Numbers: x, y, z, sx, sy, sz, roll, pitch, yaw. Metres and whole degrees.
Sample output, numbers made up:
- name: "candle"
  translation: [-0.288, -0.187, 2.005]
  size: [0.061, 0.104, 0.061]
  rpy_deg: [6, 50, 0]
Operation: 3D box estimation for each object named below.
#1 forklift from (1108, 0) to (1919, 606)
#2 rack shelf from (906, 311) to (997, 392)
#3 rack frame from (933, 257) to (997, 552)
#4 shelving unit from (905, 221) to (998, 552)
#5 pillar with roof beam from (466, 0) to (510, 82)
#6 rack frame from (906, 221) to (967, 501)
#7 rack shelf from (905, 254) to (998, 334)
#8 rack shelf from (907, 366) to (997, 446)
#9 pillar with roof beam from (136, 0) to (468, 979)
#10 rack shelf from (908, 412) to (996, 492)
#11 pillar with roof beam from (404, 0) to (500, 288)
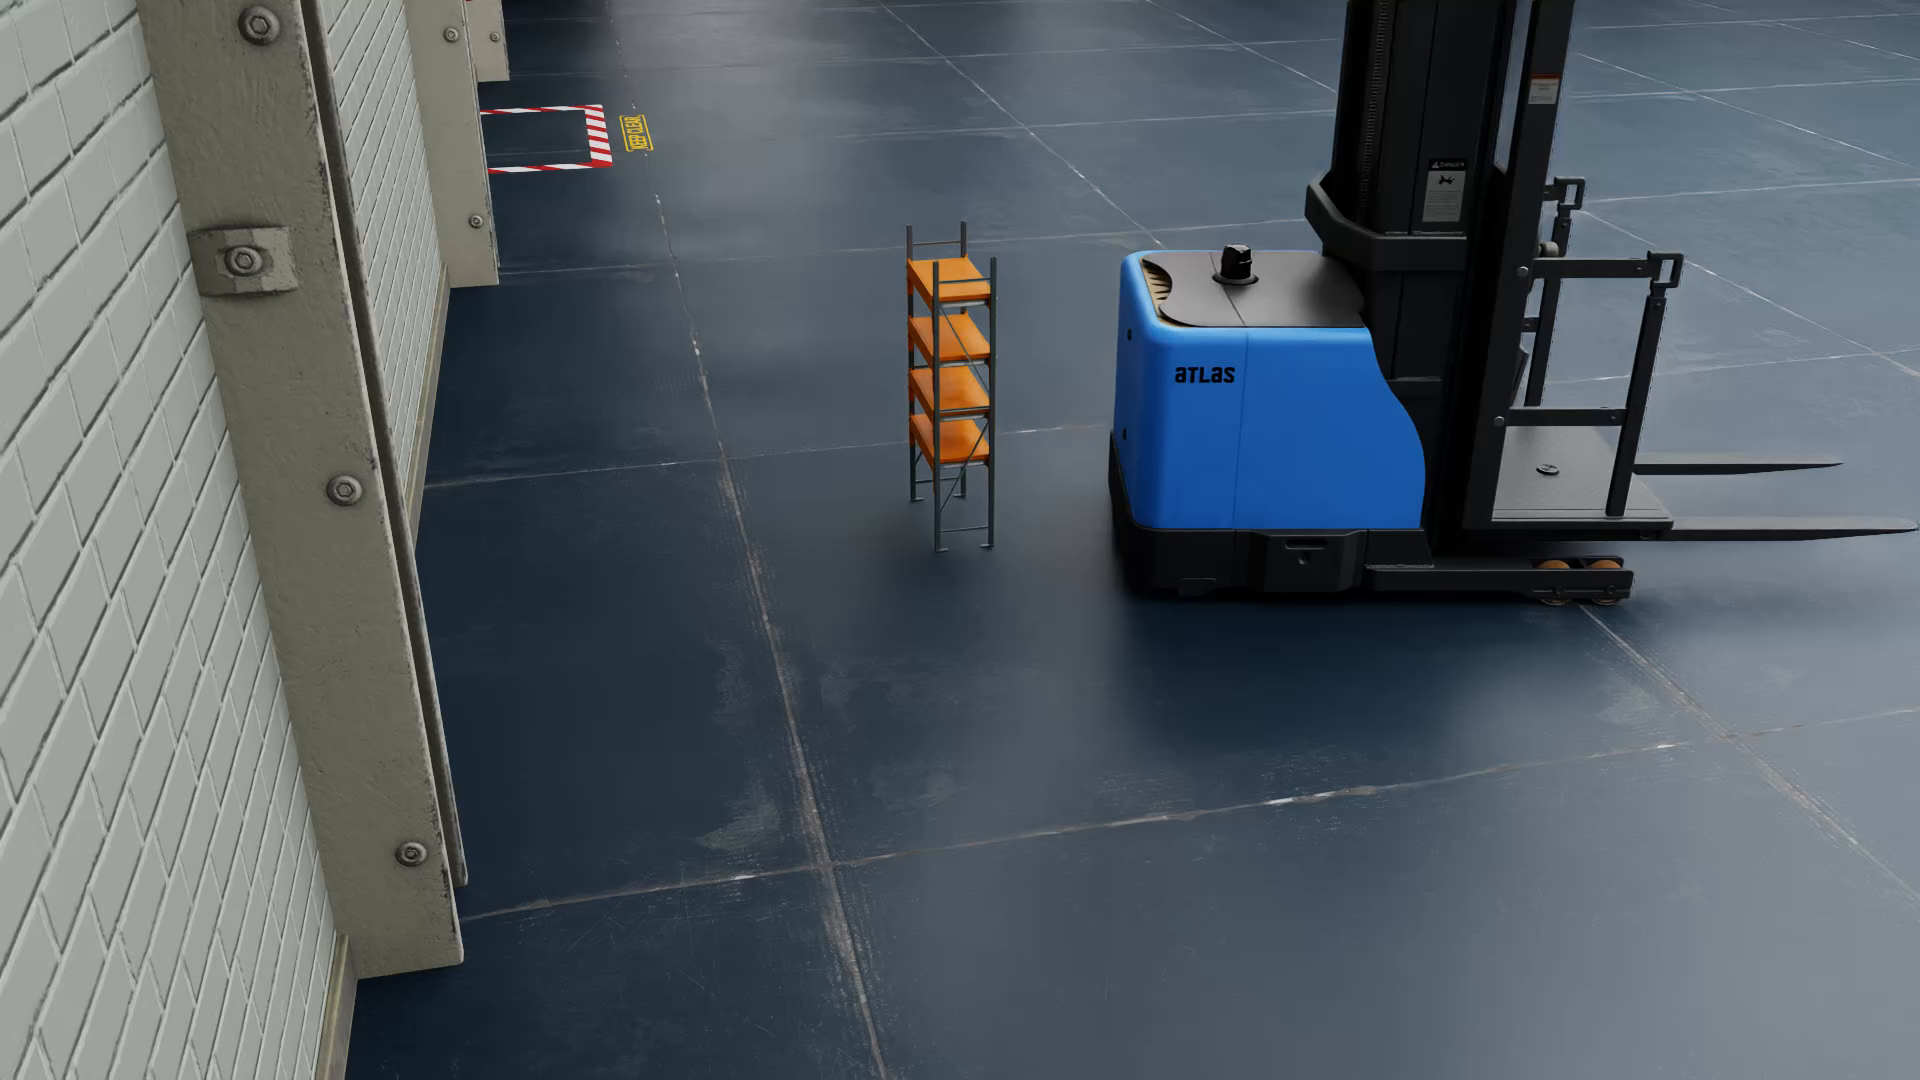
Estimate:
- name: "forklift"
  translation: [2.147, -1.303, 6.078]
  size: [3.031, 2.935, 1.130]
  rpy_deg: [0, 27, 0]
- name: "rack shelf"
  translation: [-0.037, -0.748, 6.553]
  size: [0.258, 0.148, 0.480]
  rpy_deg: [-6, 27, -12]
- name: "rack frame"
  translation: [0.018, -0.501, 6.411]
  size: [0.240, 1.200, 0.015]
  rpy_deg: [-6, 27, -12]
- name: "shelving unit"
  translation: [-0.037, -0.608, 6.624]
  size: [0.258, 1.200, 0.503]
  rpy_deg: [-6, 27, -12]
- name: "pillar with roof beam"
  translation: [-0.047, -8.651, 13.903]
  size: [9.100, 9.000, 0.400]
  rpy_deg: [-6, 27, -12]
- name: "rack frame"
  translation: [-0.092, -0.715, 6.836]
  size: [0.240, 1.200, 0.015]
  rpy_deg: [-6, 27, -12]
- name: "rack shelf"
  translation: [-0.037, -0.959, 6.447]
  size: [0.258, 0.148, 0.480]
  rpy_deg: [-6, 27, -12]
- name: "rack shelf"
  translation: [-0.037, -0.548, 6.654]
  size: [0.258, 0.148, 0.480]
  rpy_deg: [-6, 27, -12]
- name: "pillar with roof beam"
  translation: [2.658, -3.383, 3.466]
  size: [9.100, 9.000, 0.400]
  rpy_deg: [-6, 27, -12]
- name: "rack shelf"
  translation: [-0.037, -0.371, 6.743]
  size: [0.258, 0.148, 0.480]
  rpy_deg: [-6, 27, -12]
- name: "pillar with roof beam"
  translation: [1.305, -6.017, 8.685]
  size: [9.100, 9.000, 0.400]
  rpy_deg: [-6, 27, -12]
